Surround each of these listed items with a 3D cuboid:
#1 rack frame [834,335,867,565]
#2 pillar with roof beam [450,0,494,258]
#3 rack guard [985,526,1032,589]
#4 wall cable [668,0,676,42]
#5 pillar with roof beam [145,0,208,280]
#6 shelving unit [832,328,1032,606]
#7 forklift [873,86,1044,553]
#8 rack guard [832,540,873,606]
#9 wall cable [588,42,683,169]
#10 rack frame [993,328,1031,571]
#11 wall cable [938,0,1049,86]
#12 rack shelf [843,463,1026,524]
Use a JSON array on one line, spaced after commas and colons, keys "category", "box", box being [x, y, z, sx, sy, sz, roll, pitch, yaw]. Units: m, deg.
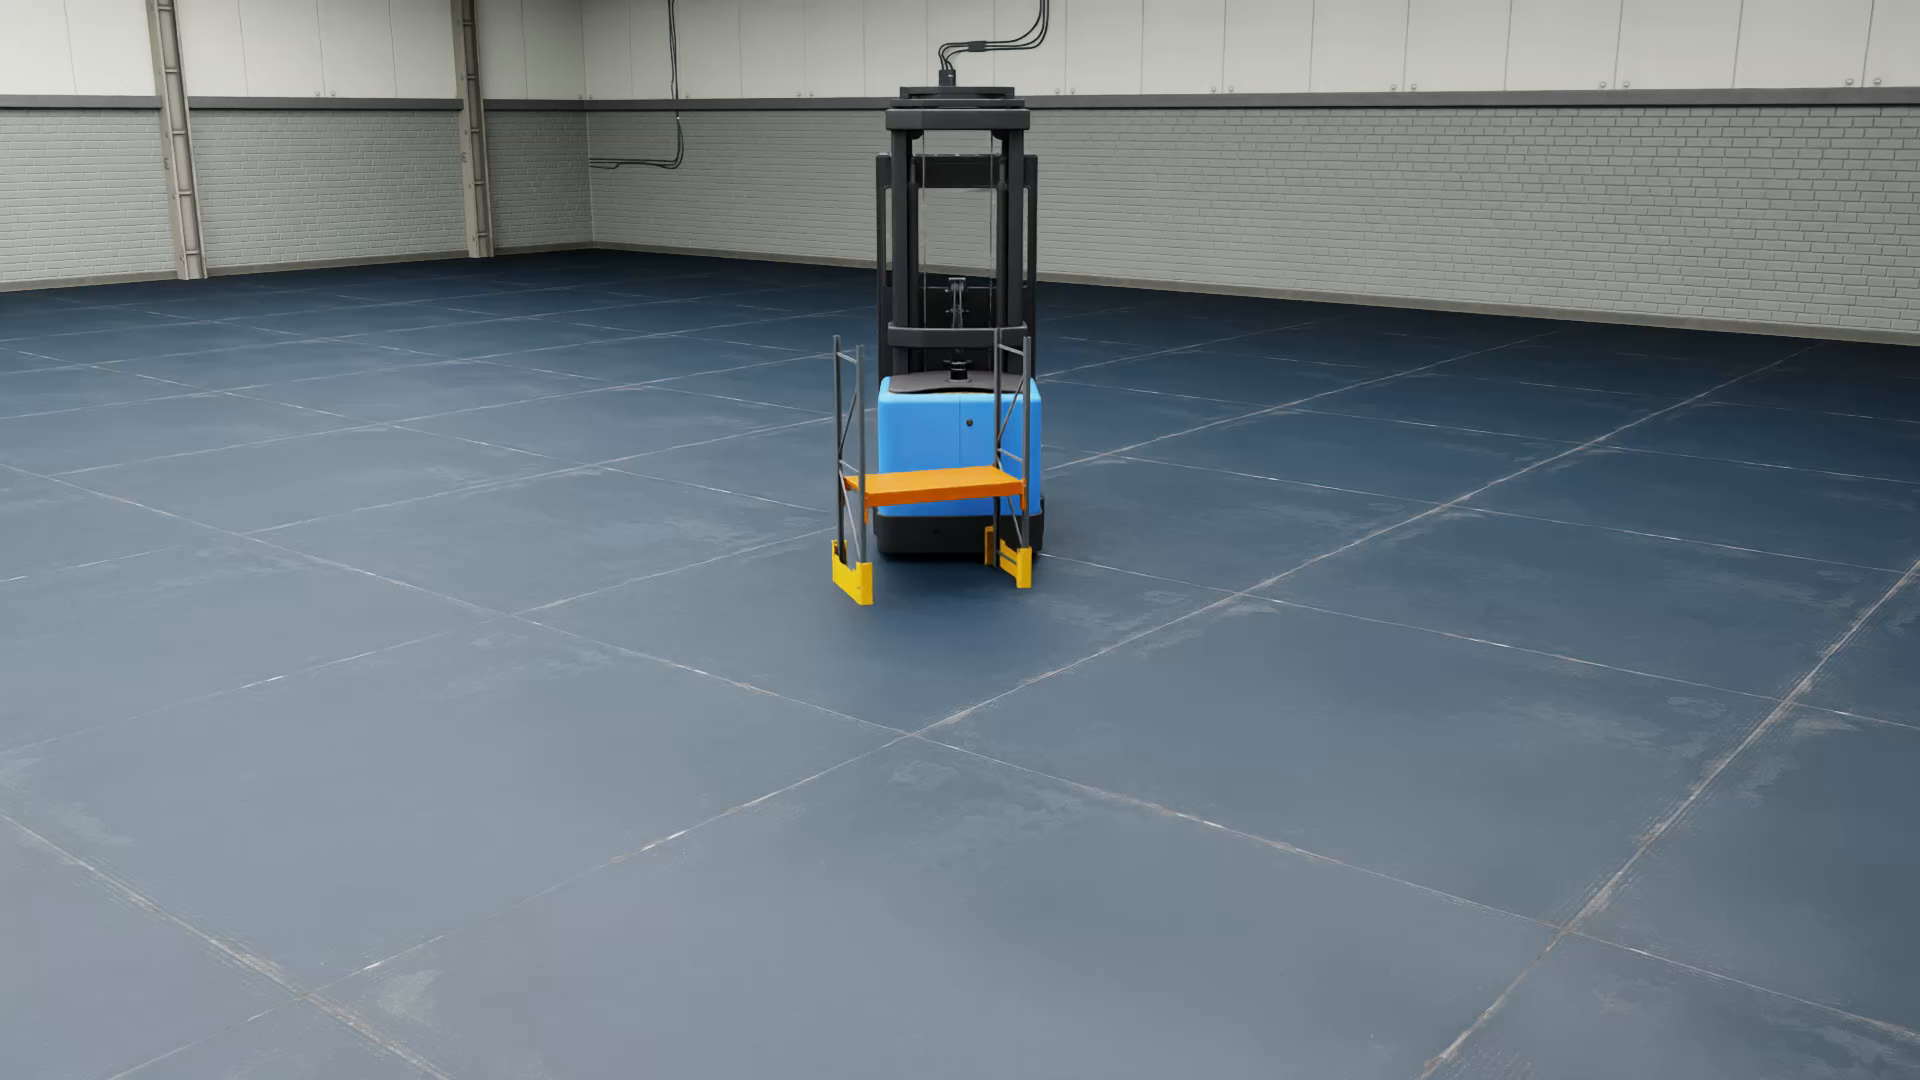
[{"category": "rack frame", "box": [-0.641, -0.416, 9.716, 0.032, 1.500, 0.500, -5, 15, -20]}, {"category": "pillar with roof beam", "box": [-6.364, -9.439, 30.002, 9.100, 9.000, 0.400, 11, 18, 38]}, {"category": "rack guard", "box": [0.293, 0.103, 10.209, 0.087, 0.250, 0.587, -5, 15, -20]}, {"category": "wall cable", "box": [-4.728, -10.989, 32.152, 3.097, 2.526, 0.112, 11, 18, 38]}, {"category": "pillar with roof beam", "box": [-10.135, -8.290, 25.479, 9.100, 9.000, 0.400, 11, 18, 38]}, {"category": "shelving unit", "box": [-0.174, -0.460, 9.886, 1.083, 1.500, 0.587, -5, 15, -20]}, {"category": "forklift", "box": [-0.027, -1.641, 11.631, 1.130, 2.935, 3.031, 0, 14, -1]}, {"category": "rack guard", "box": [-0.640, 0.189, 9.871, 0.087, 0.250, 0.587, -5, 15, -20]}, {"category": "wall cable", "box": [-6.832, -8.960, 34.422, 3.097, 2.526, 0.112, 11, 18, 38]}, {"category": "rack frame", "box": [0.311, -0.504, 10.062, 0.032, 1.500, 0.500, -5, 15, -20]}, {"category": "wall cable", "box": [0.542, -10.641, 27.826, 2.305, 6.003, 0.169, 11, 18, 38]}, {"category": "rack shelf", "box": [-0.165, -0.286, 9.933, 1.000, 0.185, 0.538, -5, 15, -20]}]
